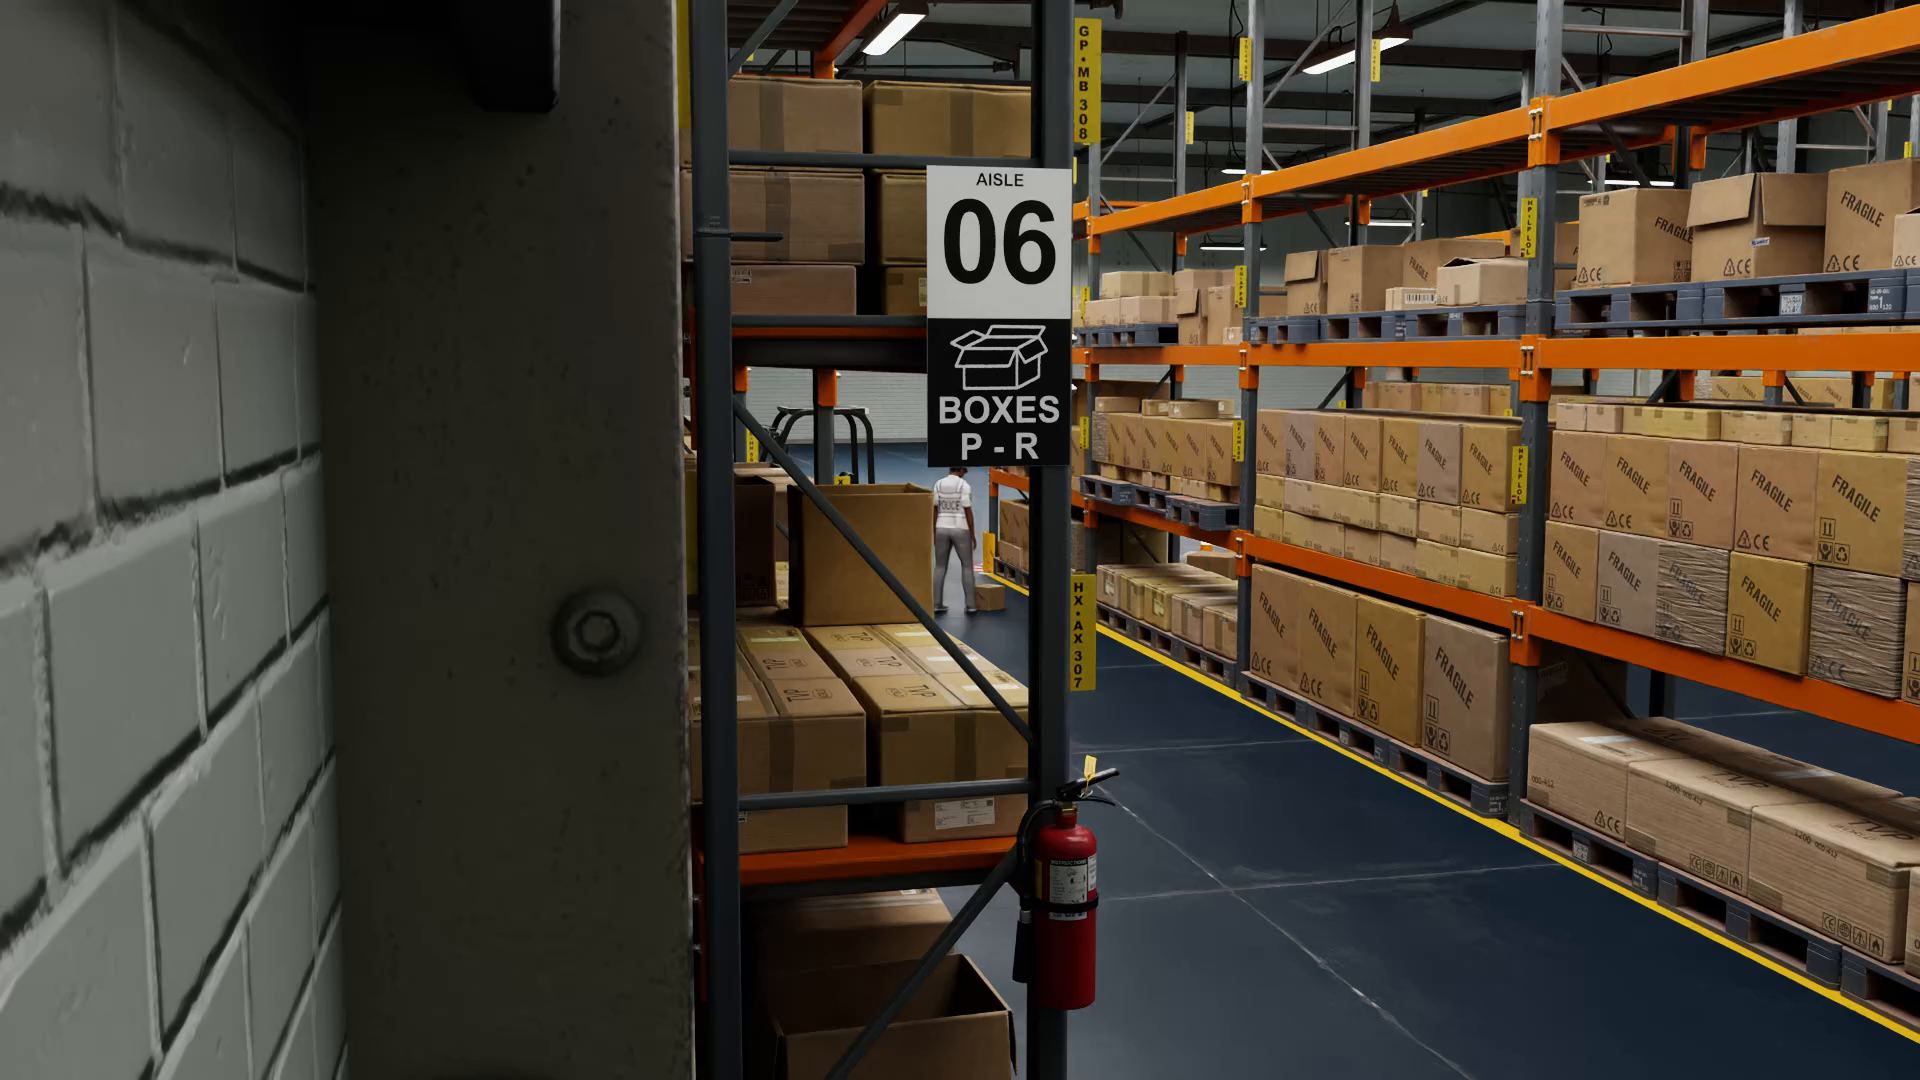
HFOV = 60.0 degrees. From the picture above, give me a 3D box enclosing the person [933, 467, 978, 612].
[{"bbox_3d":[-0.036,-0.056,17.598,0.505,1.653,0.423,3,7,27],"label":"person"}]
